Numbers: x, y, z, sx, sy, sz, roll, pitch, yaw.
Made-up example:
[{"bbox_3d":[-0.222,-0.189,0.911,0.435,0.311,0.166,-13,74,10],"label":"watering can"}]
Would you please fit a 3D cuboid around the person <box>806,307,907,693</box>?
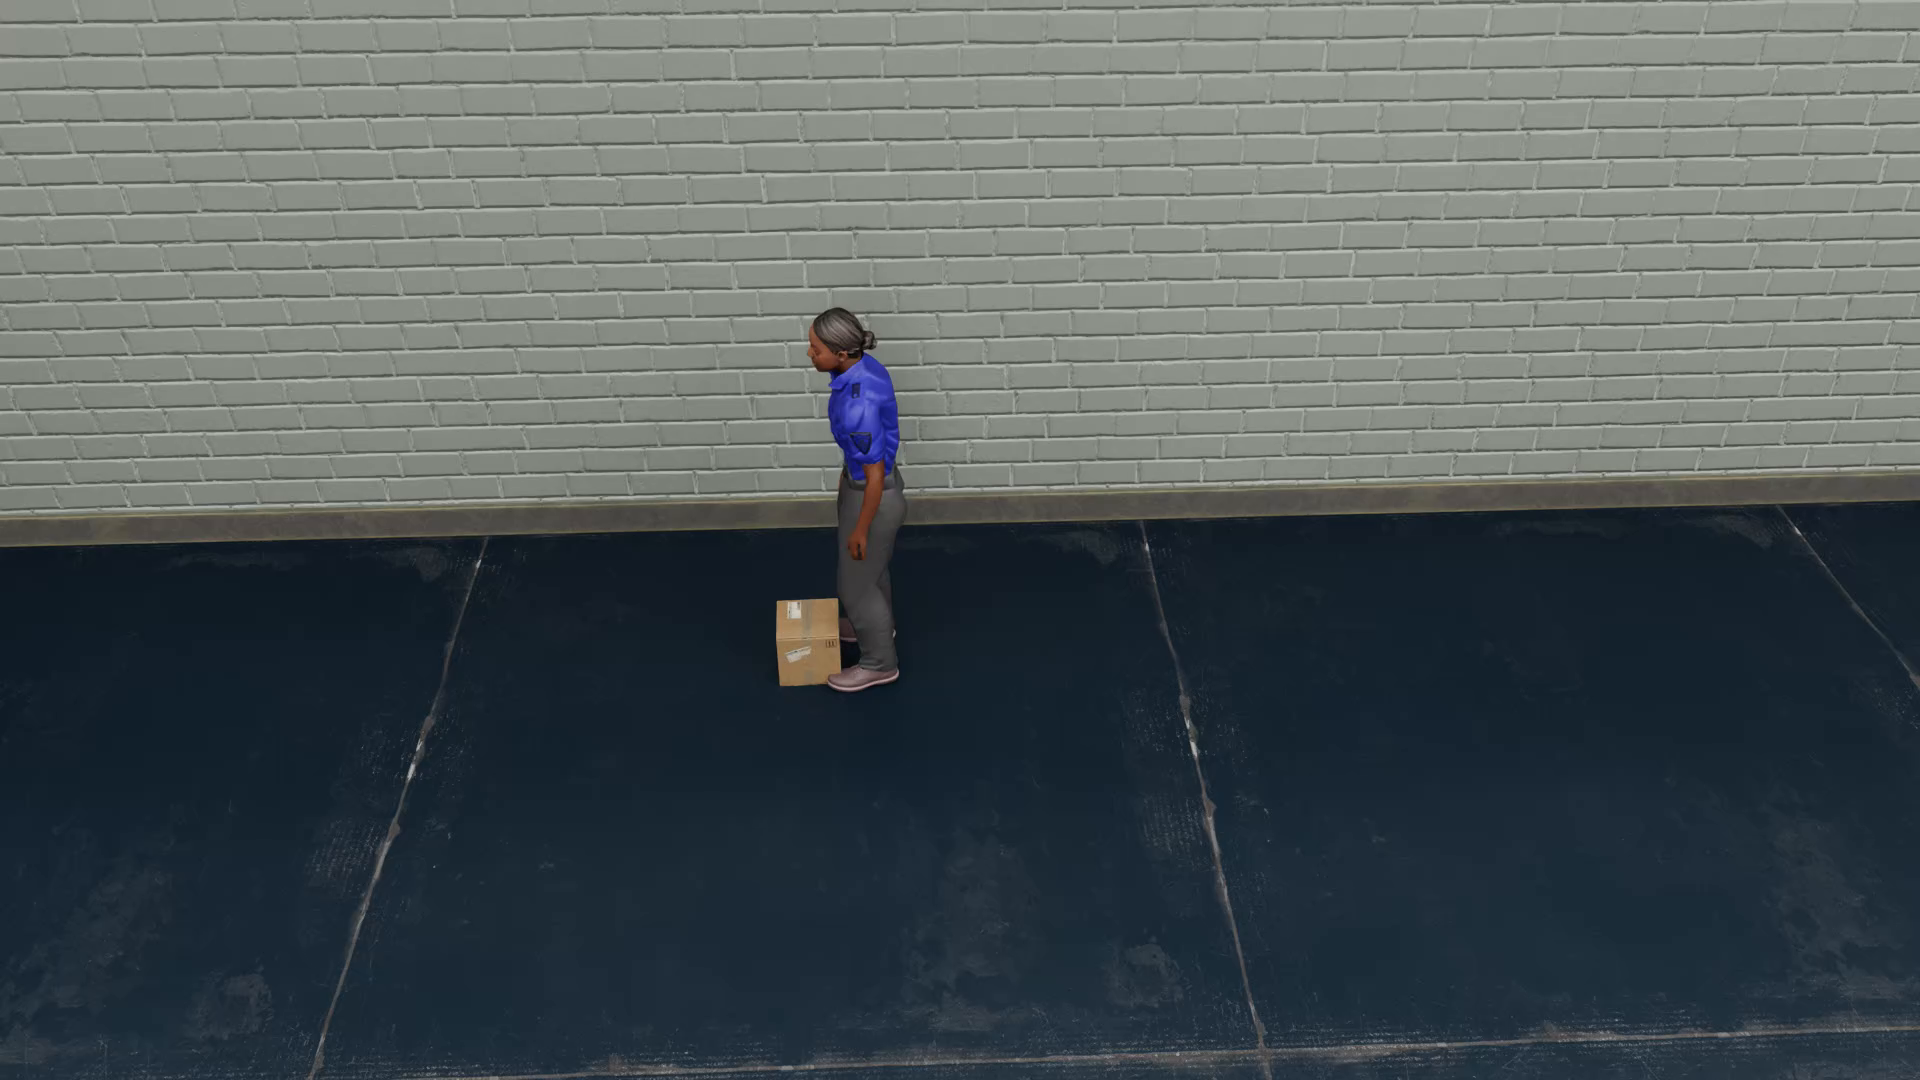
[{"bbox_3d":[-0.381,-0.165,6.381,0.348,1.655,0.532,-3,36,-5],"label":"person"}]
